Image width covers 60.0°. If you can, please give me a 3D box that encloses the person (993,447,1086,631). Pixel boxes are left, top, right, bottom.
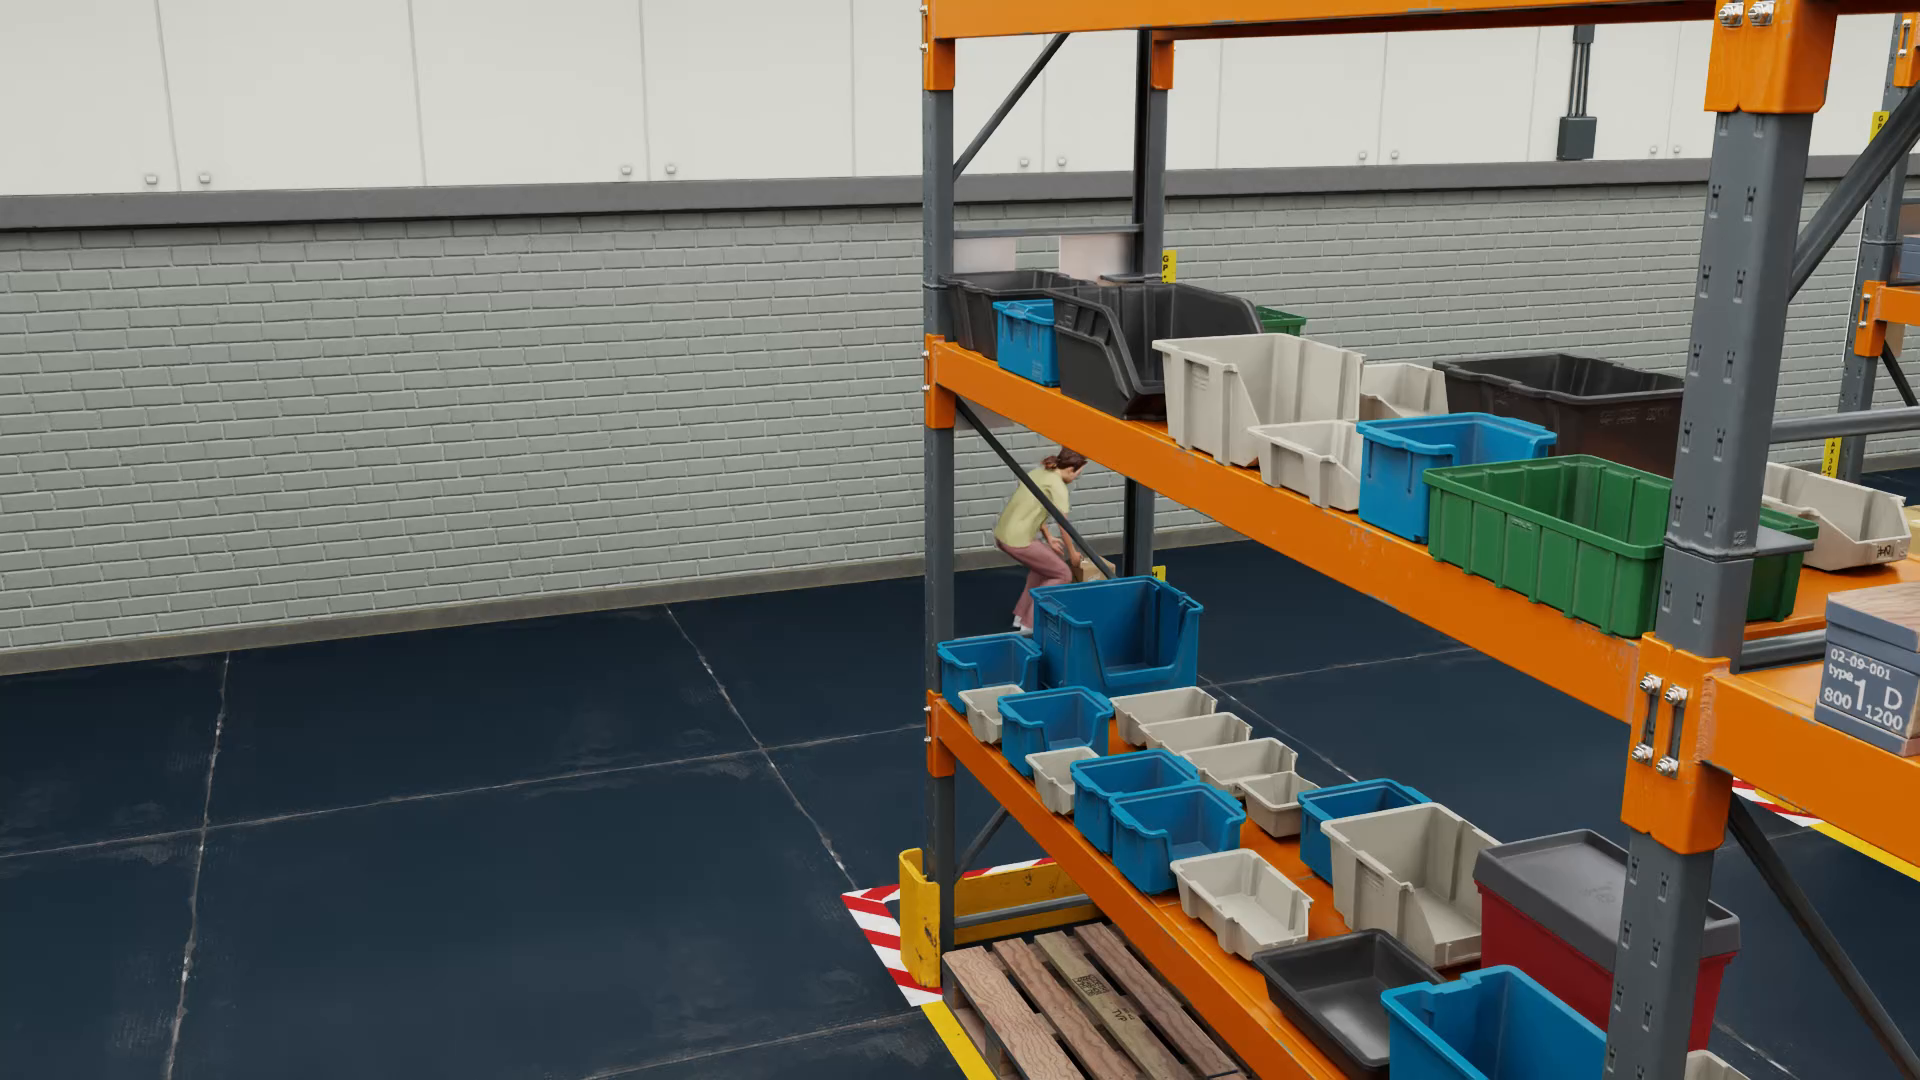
[{"bbox_3d":[0.564,-0.002,11.729,0.680,1.307,0.512,-6,17,-20],"label":"person"}]
